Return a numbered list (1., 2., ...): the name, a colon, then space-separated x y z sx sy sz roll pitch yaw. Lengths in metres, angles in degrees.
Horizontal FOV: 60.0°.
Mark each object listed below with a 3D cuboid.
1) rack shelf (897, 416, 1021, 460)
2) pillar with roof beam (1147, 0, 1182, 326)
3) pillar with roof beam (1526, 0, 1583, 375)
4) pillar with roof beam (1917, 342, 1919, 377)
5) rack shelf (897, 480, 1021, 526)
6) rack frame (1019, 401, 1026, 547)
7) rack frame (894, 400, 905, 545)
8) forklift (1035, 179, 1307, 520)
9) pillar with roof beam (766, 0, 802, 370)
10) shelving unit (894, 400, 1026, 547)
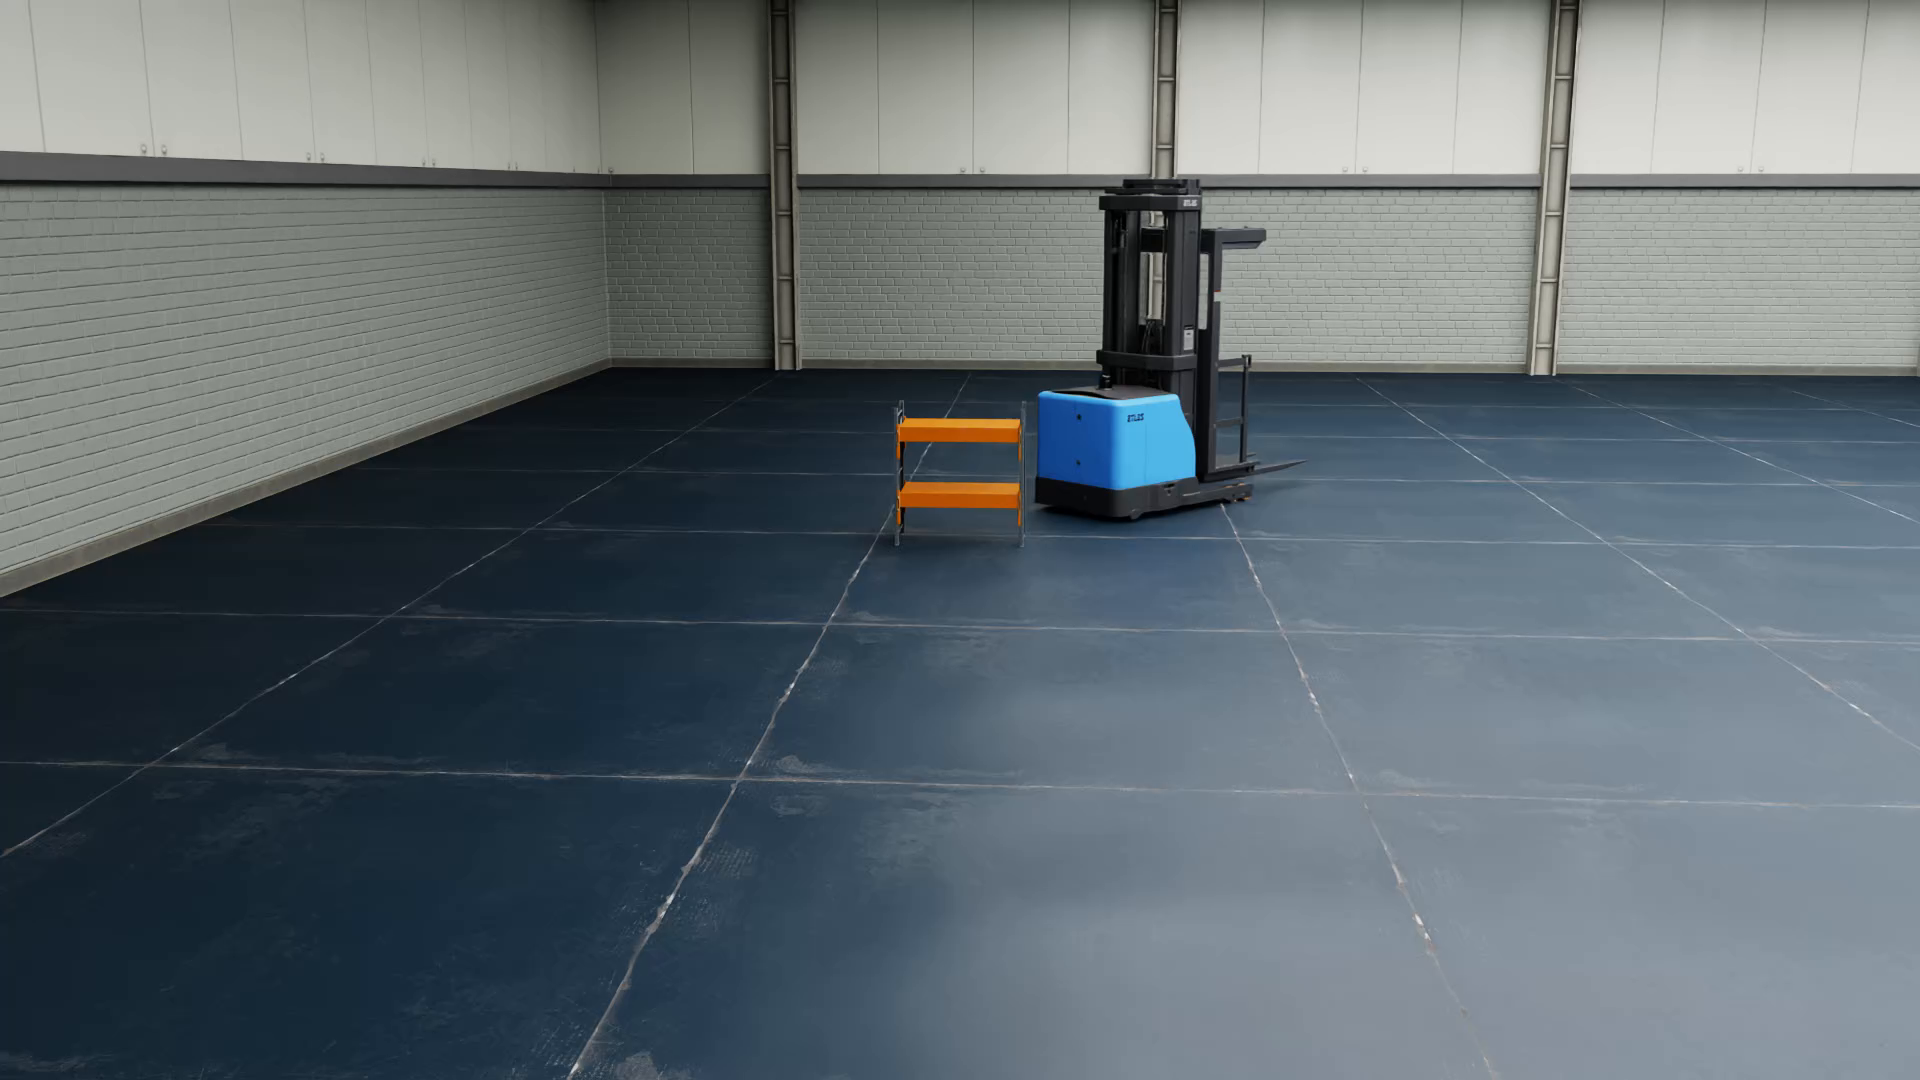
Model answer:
1. rack shelf: 0.007 -0.837 13.593 1.000 0.278 0.538 1 12 4
2. pillar with roof beam: 2.906 -6.229 21.567 0.400 9.000 9.100 1 12 4
3. pillar with roof beam: 8.893 -6.147 21.175 0.400 9.000 9.100 1 12 4
4. pillar with roof beam: 14.879 -6.065 20.782 0.400 9.000 9.100 1 12 4
5. rack shelf: 0.007 -0.311 13.703 1.000 0.278 0.538 1 12 4
6. rack frame: 0.514 -0.544 13.619 0.032 1.125 0.500 1 12 4
7. rack frame: -0.500 -0.557 13.686 0.032 1.125 0.500 1 12 4
8. forklift: 2.102 -1.843 15.420 3.031 2.935 1.130 -11 16 -42
9. pillar with roof beam: -3.081 -6.311 21.959 0.400 9.000 9.100 1 12 4
10. shelving unit: 0.007 -0.550 13.652 1.048 1.125 0.538 1 12 4
